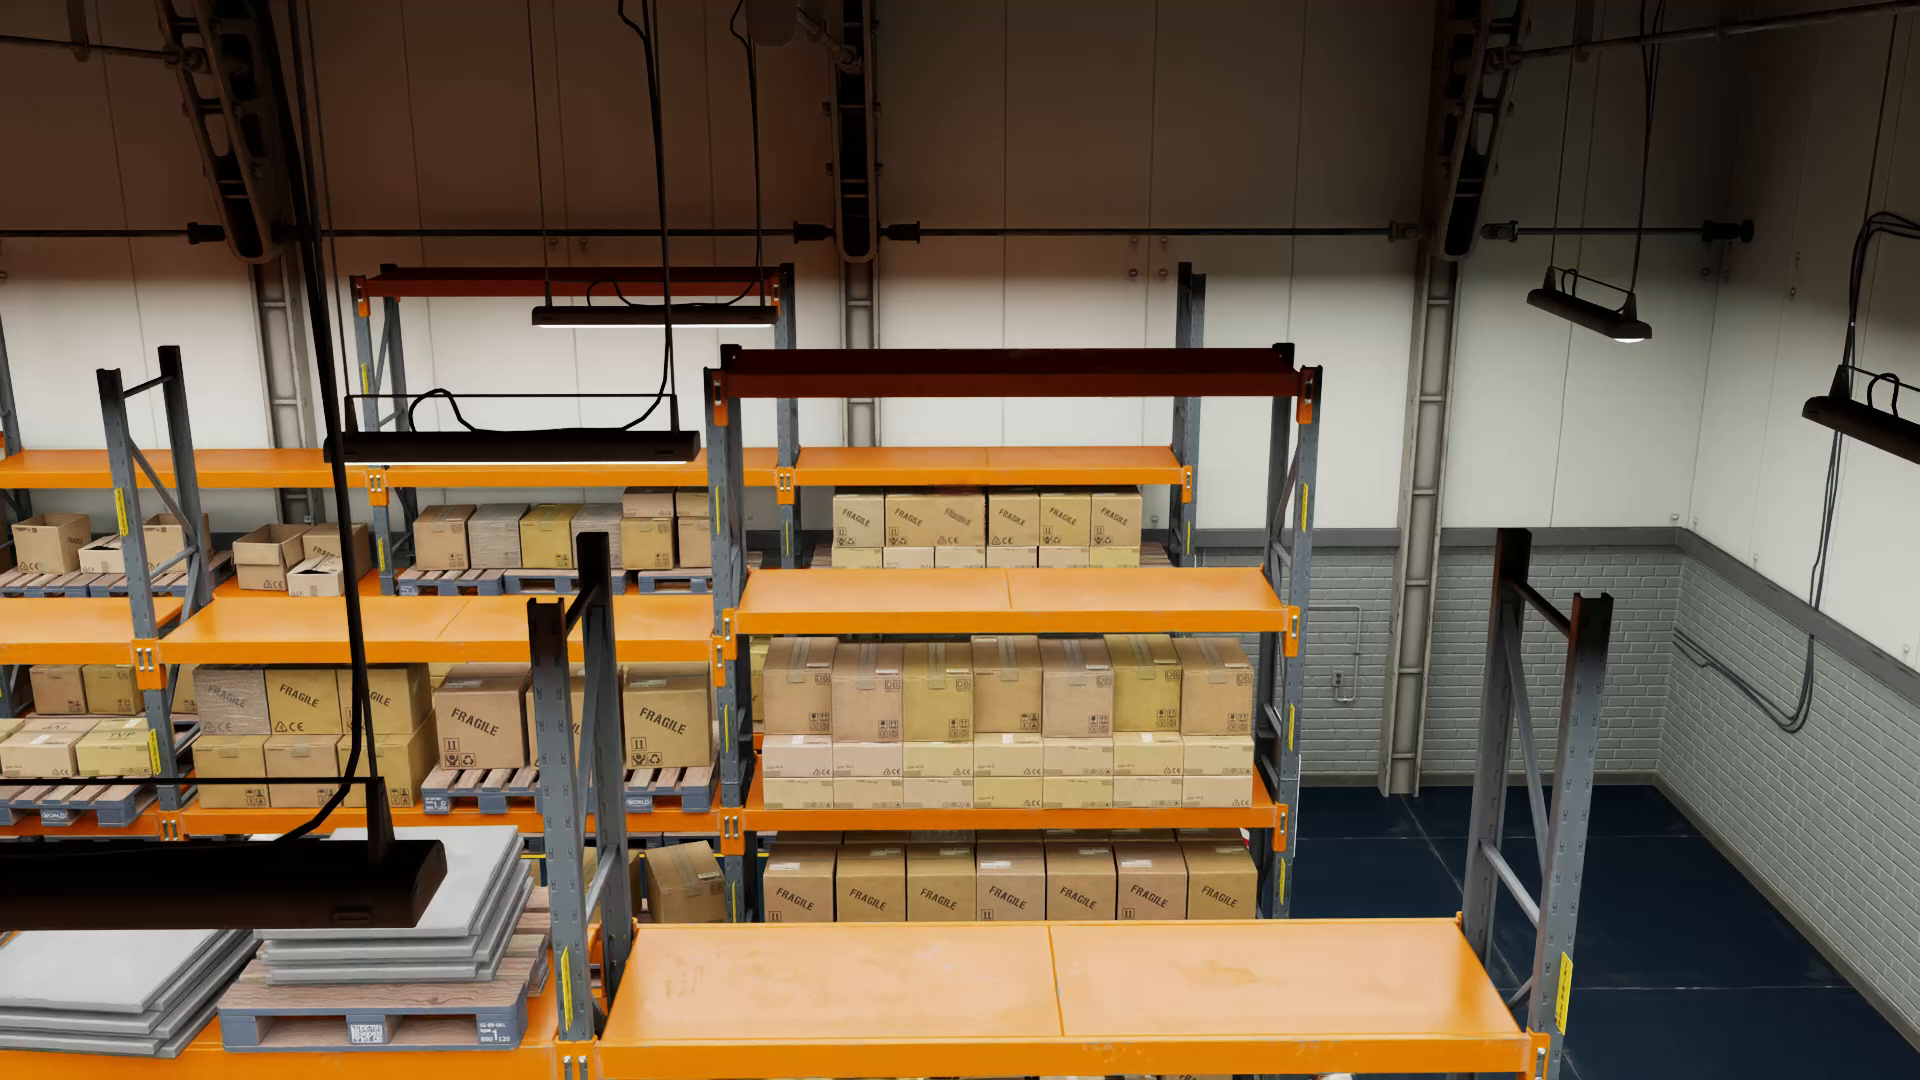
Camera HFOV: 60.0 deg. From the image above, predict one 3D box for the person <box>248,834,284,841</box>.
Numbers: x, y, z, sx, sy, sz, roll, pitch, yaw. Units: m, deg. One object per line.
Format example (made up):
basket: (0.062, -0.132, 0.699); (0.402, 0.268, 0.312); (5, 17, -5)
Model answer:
person: (-6.157, 3.052, 14.781); (0.651, 1.683, 0.590); (3, 16, 11)

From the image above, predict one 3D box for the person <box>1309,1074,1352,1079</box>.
person: (2.560, 4.124, 11.271); (0.620, 1.622, 0.728); (2, 16, 8)
